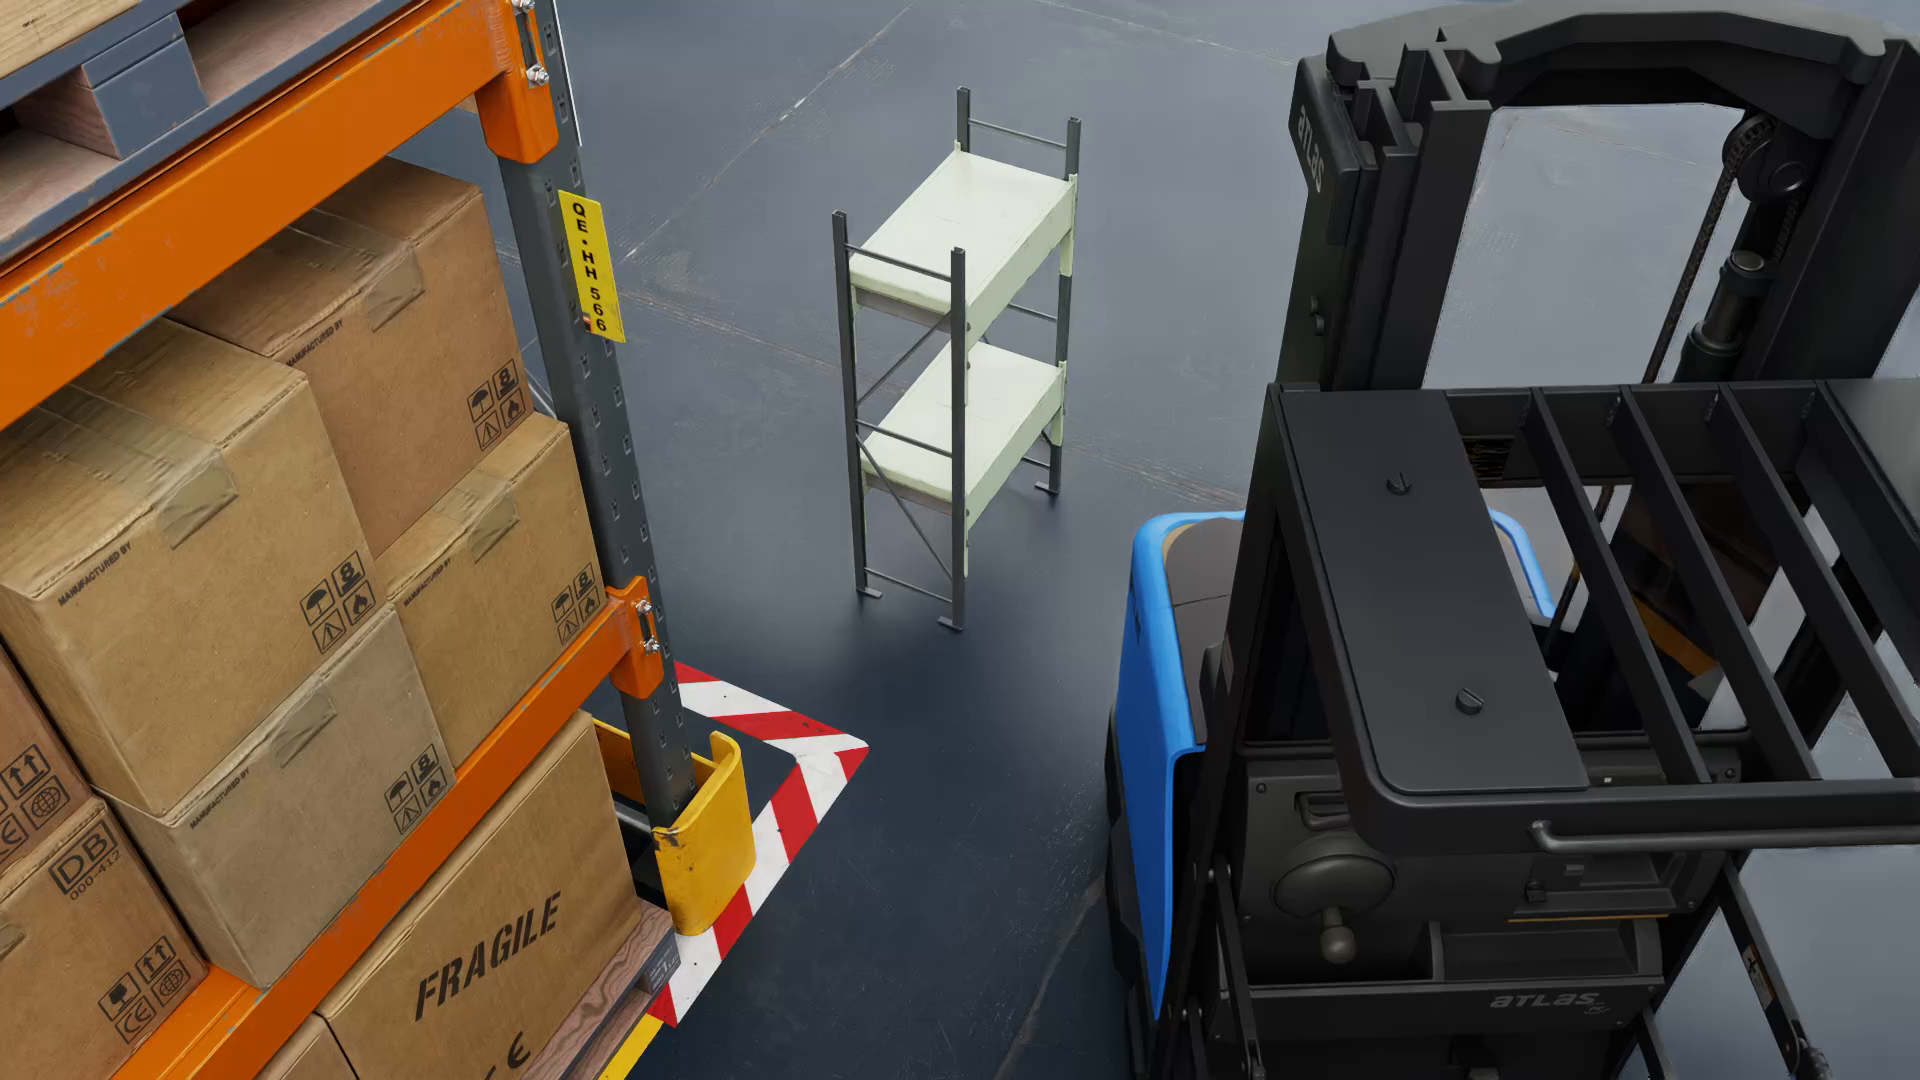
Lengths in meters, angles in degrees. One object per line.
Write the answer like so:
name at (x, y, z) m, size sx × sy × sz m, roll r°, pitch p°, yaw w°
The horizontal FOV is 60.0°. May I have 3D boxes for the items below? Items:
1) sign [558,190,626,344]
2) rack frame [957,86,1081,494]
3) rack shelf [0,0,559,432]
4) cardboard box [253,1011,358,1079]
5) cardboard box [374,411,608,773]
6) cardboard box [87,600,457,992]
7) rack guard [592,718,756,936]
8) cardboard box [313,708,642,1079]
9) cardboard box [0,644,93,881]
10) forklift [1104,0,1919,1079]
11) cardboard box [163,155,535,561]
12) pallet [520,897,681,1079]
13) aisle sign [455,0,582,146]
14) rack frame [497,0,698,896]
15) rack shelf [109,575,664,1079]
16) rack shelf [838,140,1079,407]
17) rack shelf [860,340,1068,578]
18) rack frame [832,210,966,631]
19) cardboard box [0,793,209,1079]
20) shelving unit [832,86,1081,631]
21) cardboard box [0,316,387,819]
sign at (-0.703, -0.517, 3.171) m, size 0.100 × 0.325 × 0.005 m, roll 20°, pitch 49°, yaw 19°
rack frame at (0.173, -0.762, 5.449) m, size 0.400 × 1.500 × 0.023 m, roll 20°, pitch 49°, yaw 19°
rack shelf at (-2.106, 0.244, 1.797) m, size 1.077 × 0.370 × 4.000 m, roll 20°, pitch 49°, yaw 19°
cardboard box at (-1.840, 1.389, 3.467) m, size 0.875 × 0.875 × 0.875 m, roll 20°, pitch 49°, yaw 18°
cardboard box at (-1.309, -0.019, 3.554) m, size 0.875 × 0.550 × 0.550 m, roll 20°, pitch 49°, yaw 19°
cardboard box at (-1.545, 0.335, 3.204) m, size 0.875 × 0.550 × 0.550 m, roll 20°, pitch 49°, yaw 19°
rack guard at (-1.166, 0.649, 4.757) m, size 1.175 × 0.500 × 0.348 m, roll 20°, pitch 49°, yaw 19°
cardboard box at (-1.433, 0.834, 4.016) m, size 0.875 × 0.875 × 0.875 m, roll 21°, pitch 49°, yaw 19°
cardboard box at (-1.938, 0.259, 2.521) m, size 0.875 × 0.550 × 0.550 m, roll 20°, pitch 49°, yaw 19°
forklift at (1.011, 0.690, 3.007) m, size 1.130 × 2.935 × 3.031 m, roll -2°, pitch 45°, yaw -2°
cardboard box at (-1.384, -0.426, 3.197) m, size 0.875 × 0.550 × 0.550 m, roll 20°, pitch 49°, yaw 19°
pallet at (-1.479, 1.295, 4.322) m, size 1.003 × 0.211 × 1.213 m, roll 20°, pitch 49°, yaw 19°
aisle sign at (-0.879, -1.074, 2.875) m, size 0.394 × 0.787 × 0.004 m, roll 20°, pitch 49°, yaw 19°
rack frame at (-1.177, -0.215, 3.853) m, size 1.000 × 3.000 × 0.127 m, roll 20°, pitch 49°, yaw 19°
rack shelf at (-2.106, 1.298, 2.864) m, size 1.077 × 0.370 × 4.000 m, roll 20°, pitch 49°, yaw 19°
rack shelf at (0.003, -0.806, 4.943) m, size 0.431 × 0.370 × 0.720 m, roll 20°, pitch 49°, yaw 19°
rack shelf at (0.003, -0.302, 5.453) m, size 0.431 × 0.370 × 0.720 m, roll 20°, pitch 49°, yaw 19°
rack frame at (-0.167, -0.301, 4.993) m, size 0.400 × 1.500 × 0.023 m, roll 20°, pitch 49°, yaw 19°
cardboard box at (-1.916, 0.646, 2.897) m, size 0.875 × 0.550 × 0.550 m, roll 20°, pitch 49°, yaw 19°
shelving unit at (0.003, -0.531, 5.221) m, size 0.431 × 1.500 × 0.755 m, roll 20°, pitch 49°, yaw 19°
cardboard box at (-1.557, -0.049, 2.825) m, size 0.875 × 0.550 × 0.550 m, roll 20°, pitch 49°, yaw 19°
